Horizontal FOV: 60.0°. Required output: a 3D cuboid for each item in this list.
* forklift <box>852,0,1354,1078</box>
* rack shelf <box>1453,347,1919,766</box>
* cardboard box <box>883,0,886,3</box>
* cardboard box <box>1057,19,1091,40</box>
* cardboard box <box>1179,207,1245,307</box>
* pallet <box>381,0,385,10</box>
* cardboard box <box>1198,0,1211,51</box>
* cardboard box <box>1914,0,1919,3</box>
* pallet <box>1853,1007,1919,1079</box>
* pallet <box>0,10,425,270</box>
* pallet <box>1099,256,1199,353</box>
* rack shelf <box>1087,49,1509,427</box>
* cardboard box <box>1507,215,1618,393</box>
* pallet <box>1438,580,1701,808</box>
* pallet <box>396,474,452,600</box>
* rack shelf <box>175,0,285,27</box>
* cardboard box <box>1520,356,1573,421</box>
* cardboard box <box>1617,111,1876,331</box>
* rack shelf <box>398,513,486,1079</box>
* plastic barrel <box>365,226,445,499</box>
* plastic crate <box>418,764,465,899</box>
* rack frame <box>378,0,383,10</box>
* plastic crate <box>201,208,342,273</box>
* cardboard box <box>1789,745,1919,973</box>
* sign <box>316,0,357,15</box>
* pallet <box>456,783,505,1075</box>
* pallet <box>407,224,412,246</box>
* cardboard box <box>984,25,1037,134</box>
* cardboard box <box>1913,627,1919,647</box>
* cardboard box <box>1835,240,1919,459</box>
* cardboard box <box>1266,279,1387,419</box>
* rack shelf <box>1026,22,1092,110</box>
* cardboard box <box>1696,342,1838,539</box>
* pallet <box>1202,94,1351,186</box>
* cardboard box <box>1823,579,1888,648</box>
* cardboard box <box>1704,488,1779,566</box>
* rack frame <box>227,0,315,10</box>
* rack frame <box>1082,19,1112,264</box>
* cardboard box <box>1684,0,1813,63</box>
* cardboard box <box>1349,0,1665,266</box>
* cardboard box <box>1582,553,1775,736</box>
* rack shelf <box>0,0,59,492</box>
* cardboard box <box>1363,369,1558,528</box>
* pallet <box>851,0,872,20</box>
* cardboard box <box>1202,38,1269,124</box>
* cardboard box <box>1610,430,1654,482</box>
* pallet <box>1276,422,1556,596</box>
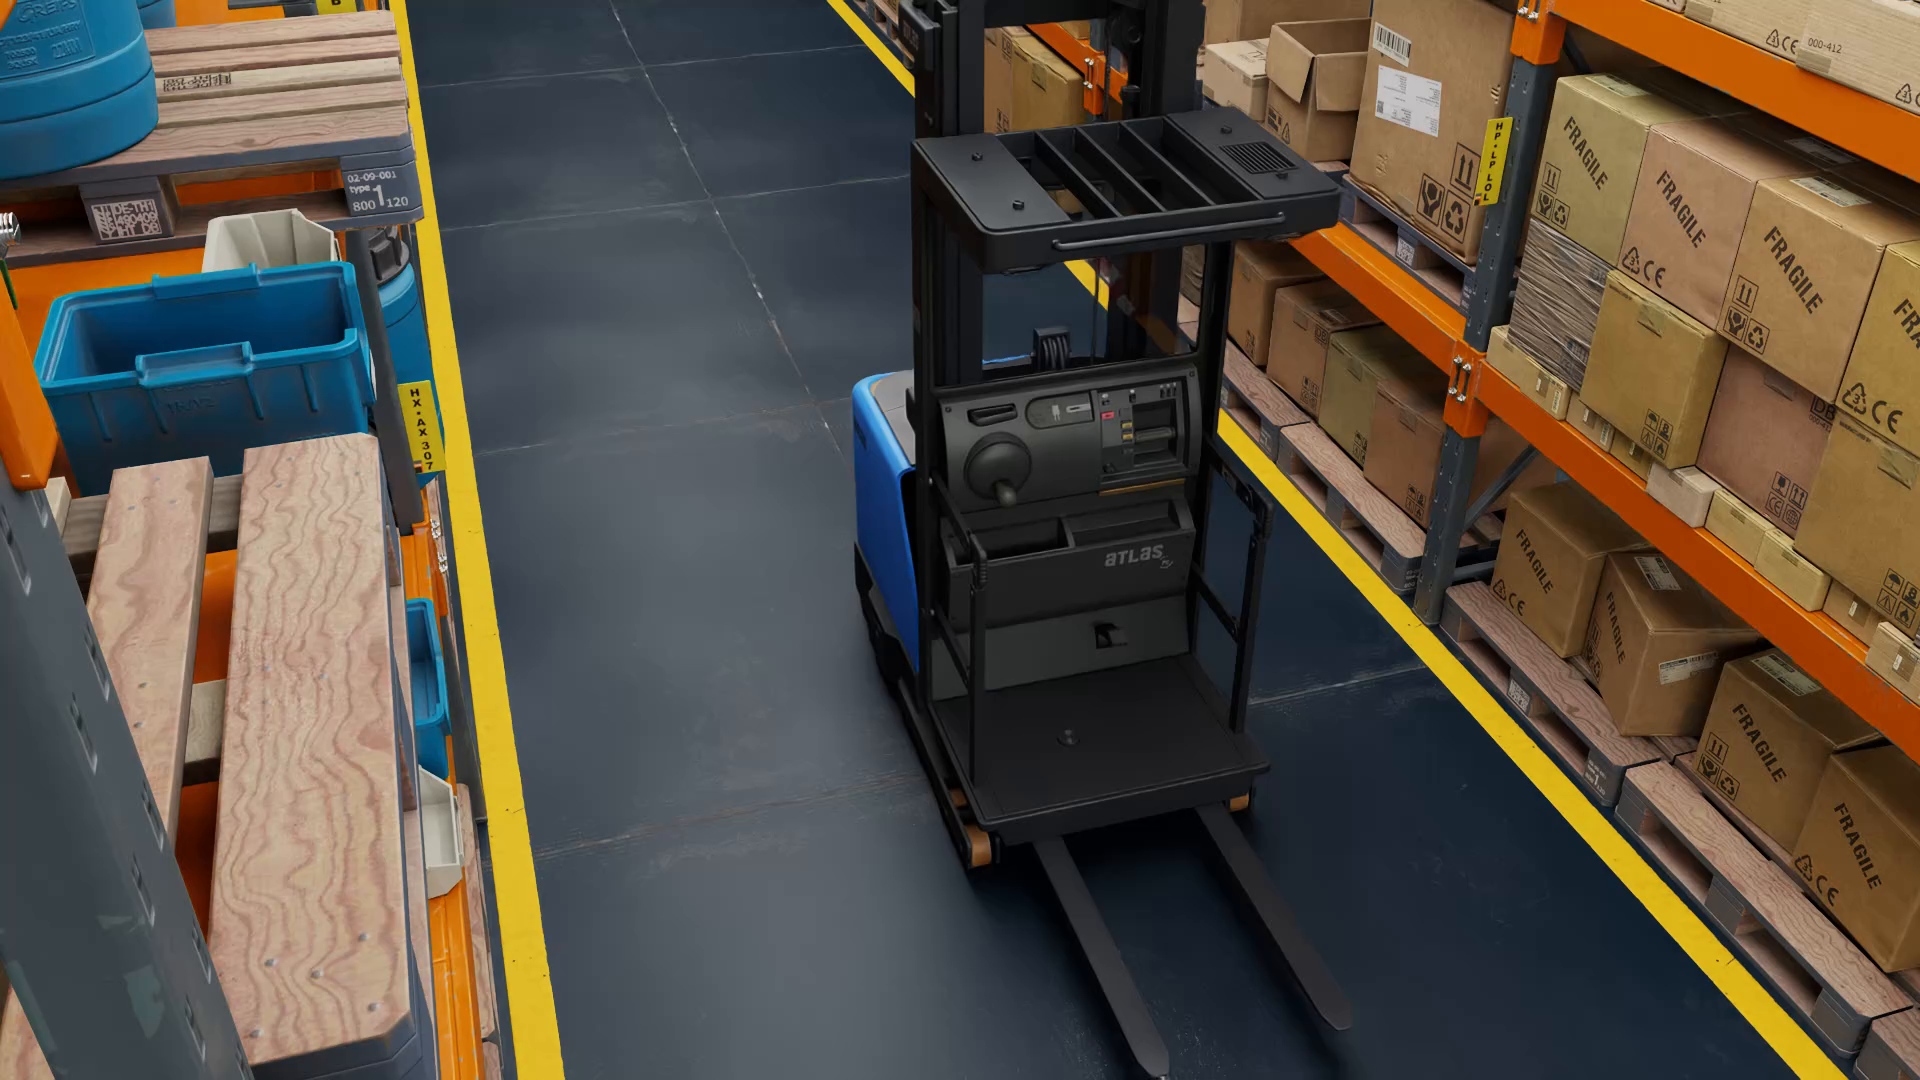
[{"bbox_3d":[0.454,-0.294,5.536,1.130,2.935,3.031,-9,35,-14],"label":"forklift"},{"bbox_3d":[3.080,0.361,5.136,1.077,0.370,4.000,-10,35,-15],"label":"rack shelf"},{"bbox_3d":[-0.370,-5.311,14.613,0.875,0.875,0.875,-10,35,-15],"label":"cardboard box"},{"bbox_3d":[0.864,-3.349,10.006,0.500,0.500,0.500,-9,35,-13],"label":"cardboard box"},{"bbox_3d":[1.655,-1.593,9.308,0.700,0.500,0.500,-13,36,-19],"label":"cardboard box"},{"bbox_3d":[-5.692,-4.854,14.904,1.003,0.211,1.213,-10,35,-15],"label":"pallet"},{"bbox_3d":[1.453,-3.030,9.143,0.500,0.500,0.500,-14,36,-21],"label":"cardboard box"},{"bbox_3d":[2.709,-1.444,4.268,0.380,0.149,0.250,-11,35,-16],"label":"cardboard box"},{"bbox_3d":[3.453,1.802,4.832,1.003,0.211,1.213,-10,35,-15],"label":"pallet"},{"bbox_3d":[-1.934,-0.967,3.943,1.213,0.211,1.003,-10,35,-15],"label":"pallet"},{"bbox_3d":[1.487,-1.516,9.852,1.003,0.211,1.213,-10,35,-15],"label":"pallet"},{"bbox_3d":[1.860,-1.739,8.314,1.077,0.370,4.000,-10,35,-15],"label":"rack shelf"},{"bbox_3d":[2.549,-0.909,6.044,0.875,0.500,0.500,-10,35,-15],"label":"cardboard box"},{"bbox_3d":[2.709,0.521,6.771,1.003,0.211,1.213,-10,35,-15],"label":"pallet"},{"bbox_3d":[-2.899,-0.041,7.620,1.003,0.211,1.213,-10,35,-15],"label":"pallet"},{"bbox_3d":[-2.857,-2.158,6.227,1.077,0.370,4.000,-10,35,-15],"label":"rack shelf"},{"bbox_3d":[2.313,-0.588,6.147,0.380,0.149,0.250,-10,35,-15],"label":"cardboard box"},{"bbox_3d":[2.519,-1.031,5.322,0.500,0.500,0.500,-10,35,-15],"label":"cardboard box"},{"bbox_3d":[-1.637,1.194,3.875,1.077,0.370,4.000,-10,35,-15],"label":"rack shelf"},{"bbox_3d":[-2.076,-0.620,5.512,0.600,0.901,0.708,-10,35,-15],"label":"plastic barrel"},{"bbox_3d":[-1.510,0.763,4.113,0.530,0.136,0.437,-10,35,-15],"label":"plastic crate"},{"bbox_3d":[-4.687,-4.357,11.623,1.000,3.000,0.127,-10,35,-15],"label":"rack frame"},{"bbox_3d":[-1.372,-0.523,3.339,0.243,0.136,0.396,-10,35,-15],"label":"plastic crate"},{"bbox_3d":[3.128,1.008,5.391,0.500,0.500,0.500,-7,34,-10],"label":"cardboard box"},{"bbox_3d":[-1.719,-1.498,4.568,0.100,0.325,0.005,-10,35,-15],"label":"sign"},{"bbox_3d":[-2.081,1.366,5.491,1.003,0.211,1.213,-10,35,-15],"label":"pallet"},{"bbox_3d":[-4.115,-2.140,10.797,1.003,0.211,1.213,-10,35,-15],"label":"pallet"},{"bbox_3d":[0.795,-3.213,11.439,1.225,0.875,0.875,-10,35,-15],"label":"cardboard box"},{"bbox_3d":[3.171,0.139,4.458,0.875,0.500,0.500,-10,35,-15],"label":"cardboard box"},{"bbox_3d":[2.834,-0.508,4.530,0.500,0.500,0.500,-10,35,-15],"label":"cardboard box"},{"bbox_3d":[2.005,-1.003,8.416,0.700,0.500,0.500,-13,36,-19],"label":"cardboard box"},{"bbox_3d":[0.640,-3.840,11.492,1.077,0.370,4.000,-10,35,-15],"label":"rack shelf"},{"bbox_3d":[2.916,-0.395,5.266,0.875,0.500,0.500,-10,35,-15],"label":"cardboard box"},{"bbox_3d":[1.893,-1.977,8.195,1.003,0.211,1.213,-10,35,-15],"label":"pallet"},{"bbox_3d":[2.839,0.188,4.973,0.380,0.149,0.250,-10,35,-15],"label":"cardboard box"},{"bbox_3d":[2.654,-0.069,5.362,0.380,0.149,0.250,-10,35,-15],"label":"cardboard box"},{"bbox_3d":[-2.247,-2.660,3.612,1.000,3.000,0.127,-10,35,-15],"label":"rack frame"},{"bbox_3d":[1.250,-3.090,9.705,1.000,3.000,0.127,-10,35,-15],"label":"rack frame"},{"bbox_3d":[2.530,-1.622,4.899,0.500,0.250,0.500,-10,35,-15],"label":"cardboard box"},{"bbox_3d":[2.361,-1.856,6.912,1.000,1.000,1.000,-10,35,-14],"label":"cardboard box"},{"bbox_3d":[2.736,0.394,6.319,0.500,0.500,0.500,0,33,1],"label":"cardboard box"},{"bbox_3d":[-1.637,-1.142,2.332,1.077,0.370,4.000,-10,35,-15],"label":"rack shelf"},{"bbox_3d":[2.303,-0.456,7.588,0.700,0.500,0.500,-13,36,-18],"label":"cardboard box"},{"bbox_3d":[-0.503,-5.080,15.247,1.003,0.211,1.213,-10,35,-15],"label":"pallet"},{"bbox_3d":[1.542,-2.284,8.240,0.500,0.250,0.500,-11,35,-16],"label":"cardboard box"},{"bbox_3d":[2.501,-0.332,5.759,0.380,0.149,0.250,-10,35,-15],"label":"cardboard box"},{"bbox_3d":[2.231,-0.235,7.914,1.003,0.211,1.213,-10,35,-15],"label":"pallet"}]
